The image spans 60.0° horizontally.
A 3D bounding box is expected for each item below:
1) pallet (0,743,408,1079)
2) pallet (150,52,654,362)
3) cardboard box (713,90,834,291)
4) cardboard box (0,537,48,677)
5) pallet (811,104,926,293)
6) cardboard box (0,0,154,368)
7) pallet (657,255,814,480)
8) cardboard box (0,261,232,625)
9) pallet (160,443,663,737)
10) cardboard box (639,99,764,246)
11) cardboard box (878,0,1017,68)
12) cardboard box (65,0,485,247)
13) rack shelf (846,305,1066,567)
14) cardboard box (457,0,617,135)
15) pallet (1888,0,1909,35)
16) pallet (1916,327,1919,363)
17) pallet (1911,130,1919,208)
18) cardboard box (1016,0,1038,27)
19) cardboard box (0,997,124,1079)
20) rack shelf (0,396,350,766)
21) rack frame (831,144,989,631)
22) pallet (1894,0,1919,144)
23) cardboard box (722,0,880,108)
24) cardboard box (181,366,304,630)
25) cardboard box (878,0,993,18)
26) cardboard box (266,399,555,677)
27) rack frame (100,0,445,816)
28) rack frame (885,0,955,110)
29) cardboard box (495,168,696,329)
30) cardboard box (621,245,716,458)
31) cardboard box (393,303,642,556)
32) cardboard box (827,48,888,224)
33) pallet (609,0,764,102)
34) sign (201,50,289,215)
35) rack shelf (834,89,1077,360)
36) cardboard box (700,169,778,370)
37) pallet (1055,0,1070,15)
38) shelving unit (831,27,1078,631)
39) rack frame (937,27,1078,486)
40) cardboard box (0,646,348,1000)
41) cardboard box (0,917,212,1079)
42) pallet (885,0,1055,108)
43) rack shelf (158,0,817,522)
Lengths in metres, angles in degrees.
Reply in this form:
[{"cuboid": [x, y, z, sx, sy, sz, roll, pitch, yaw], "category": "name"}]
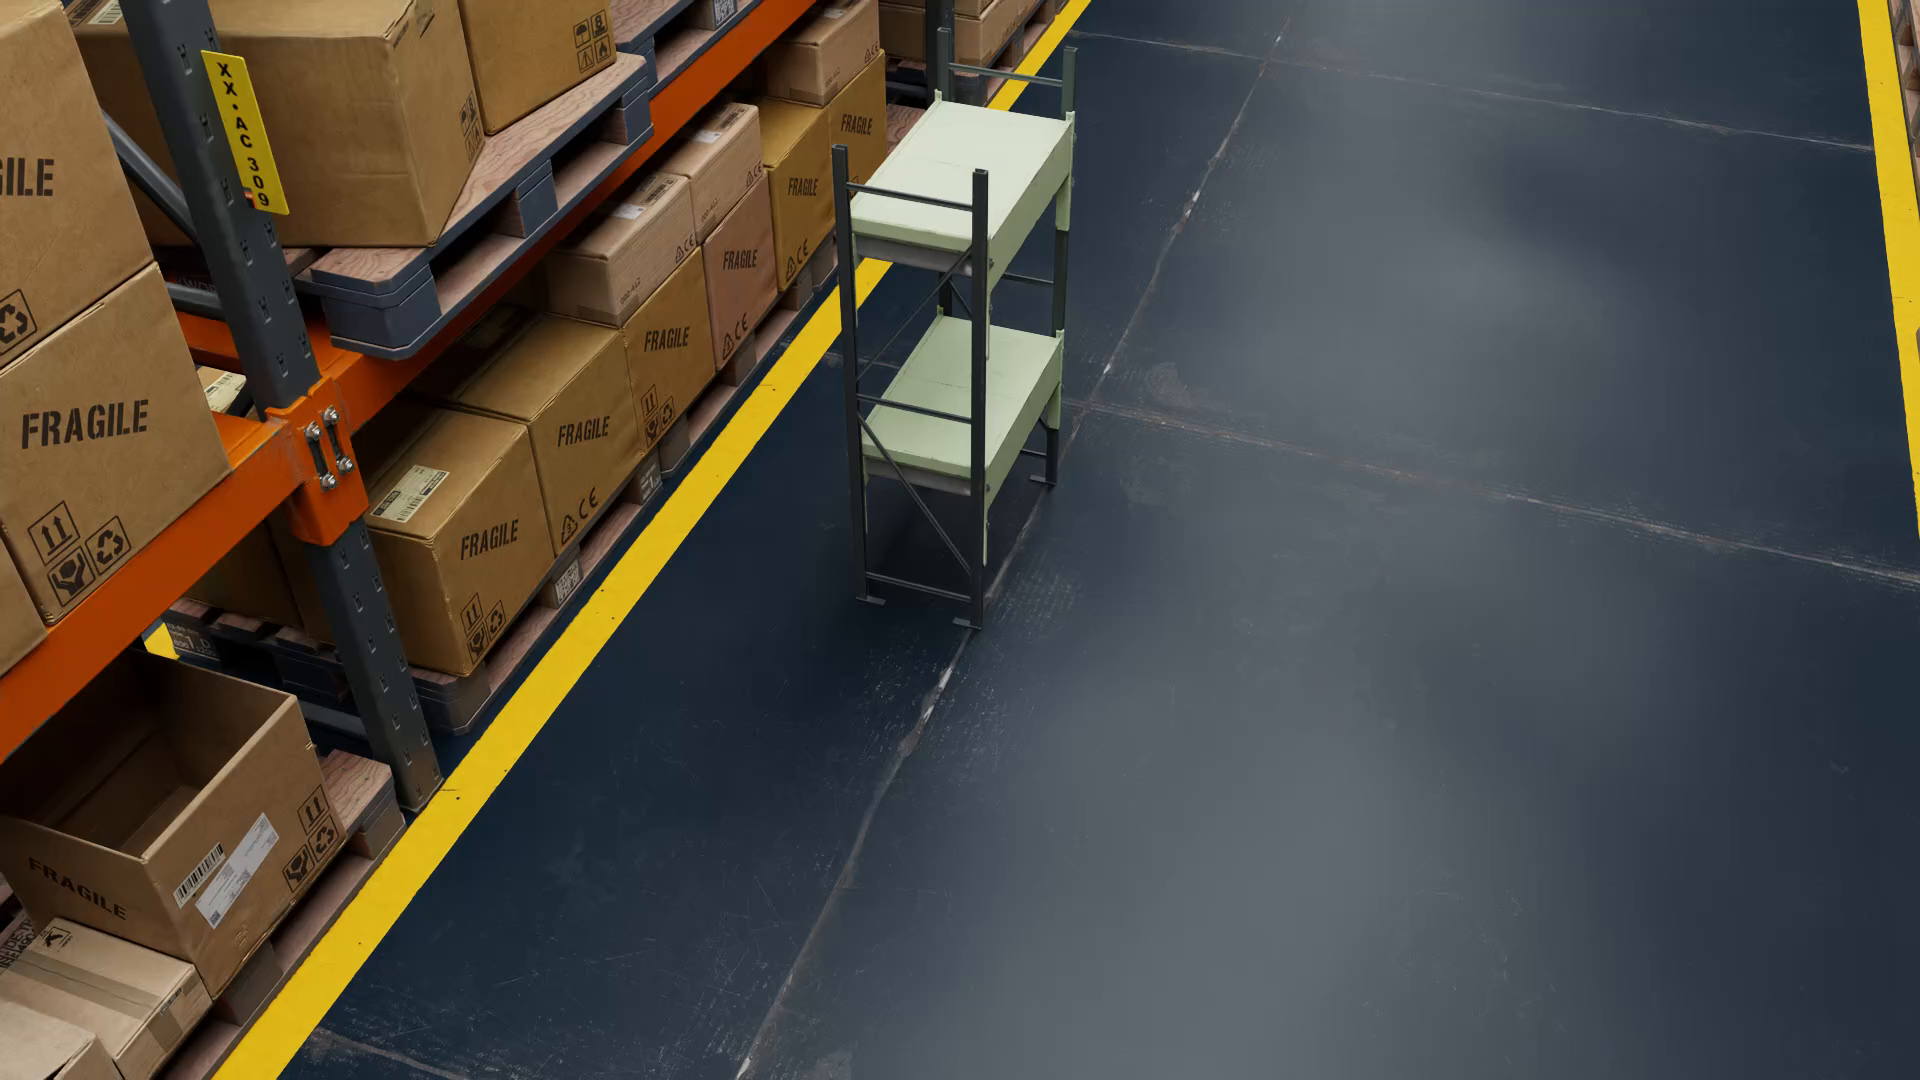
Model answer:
[{"cuboid": [-2.115, 0.919, 4.011, 1.003, 0.211, 1.213, 13, 42, 15], "category": "pallet"}, {"cuboid": [-1.504, -0.951, 4.202, 1.003, 0.211, 1.213, 13, 42, 15], "category": "pallet"}, {"cuboid": [-0.788, -1.279, 6.025, 0.500, 0.500, 0.500, 12, 42, 14], "category": "cardboard box"}, {"cuboid": [-1.985, 0.078, 2.771, 0.500, 0.500, 0.500, 14, 43, 16], "category": "cardboard box"}, {"cuboid": [-0.803, -1.493, 6.837, 1.003, 0.211, 1.213, 13, 42, 15], "category": "pallet"}, {"cuboid": [-1.809, -0.614, 2.811, 0.500, 0.500, 0.500, 14, 42, 15], "category": "cardboard box"}, {"cuboid": [-1.222, -0.751, 5.968, 1.003, 0.211, 1.213, 13, 42, 15], "category": "pallet"}, {"cuboid": [-1.810, -0.237, 3.140, 0.500, 0.500, 0.500, 14, 42, 16], "category": "cardboard box"}, {"cuboid": [-1.637, -0.005, 5.093, 1.003, 0.211, 1.213, 13, 42, 15], "category": "pallet"}, {"cuboid": [-0.972, -1.220, 5.378, 0.500, 0.250, 0.500, 13, 42, 14], "category": "cardboard box"}, {"cuboid": [-0.057, -2.369, 7.510, 0.500, 0.250, 0.500, 13, 42, 15], "category": "cardboard box"}, {"cuboid": [-1.508, -0.998, 3.708, 0.700, 0.500, 0.500, 0, 40, 0], "category": "cardboard box"}, {"cuboid": [0.002, -0.327, 4.980, 0.431, 0.370, 0.720, 13, 42, 15], "category": "rack shelf"}, {"cuboid": [-1.332, -1.432, 4.216, 0.700, 0.500, 0.500, 20, 44, 22], "category": "cardboard box"}, {"cuboid": [5.247, -2.807, 8.378, 1.003, 0.211, 1.213, 13, 42, 15], "category": "pallet"}, {"cuboid": [3.804, -0.379, 5.531, 1.003, 0.211, 1.213, 13, 42, 15], "category": "pallet"}, {"cuboid": [4.413, -1.319, 6.633, 1.003, 0.211, 1.213, 13, 42, 15], "category": "pallet"}, {"cuboid": [0.114, -2.675, 7.870, 0.500, 0.250, 0.500, 12, 42, 14], "category": "cardboard box"}, {"cuboid": [-2.064, 1.162, 3.309, 0.500, 0.311, 0.500, 13, 42, 15], "category": "cardboard box"}, {"cuboid": [-2.564, 0.932, 2.400, 1.077, 0.370, 4.000, 13, 42, 15], "category": "rack shelf"}, {"cuboid": [-0.123, -0.351, 4.506, 0.400, 1.500, 0.023, 13, 42, 15], "category": "rack frame"}, {"cuboid": [4.832, -2.061, 7.503, 1.003, 0.211, 1.213, 13, 42, 15], "category": "pallet"}, {"cuboid": [-0.626, -1.845, 6.110, 0.500, 0.250, 0.500, 15, 43, 17], "category": "cardboard box"}, {"cuboid": [-1.980, -0.142, 4.692, 0.500, 0.500, 0.500, 13, 42, 15], "category": "cardboard box"}, {"cuboid": [-0.057, -2.582, 7.328, 0.500, 0.311, 0.500, 15, 43, 17], "category": "cardboard box"}, {"cuboid": [-1.485, -0.018, 4.547, 0.500, 0.500, 0.500, 11, 42, 13], "category": "cardboard box"}, {"cuboid": [-1.880, -0.561, 3.596, 1.000, 3.000, 0.127, 13, 42, 15], "category": "rack frame"}, {"cuboid": [-0.512, -3.001, 6.456, 1.000, 3.000, 0.127, 13, 42, 15], "category": "rack frame"}, {"cuboid": [-1.143, -0.914, 5.019, 0.500, 0.250, 0.500, 13, 42, 15], "category": "cardboard box"}, {"cuboid": [-1.135, -0.649, 5.287, 0.500, 0.500, 0.500, 14, 42, 16], "category": "cardboard box"}, {"cuboid": [-1.313, -0.346, 4.932, 0.500, 0.500, 0.500, 14, 42, 16], "category": "cardboard box"}, {"cuboid": [-0.611, -1.595, 6.395, 0.500, 0.500, 0.500, 15, 43, 17], "category": "cardboard box"}, {"cuboid": [-1.173, -1.741, 5.127, 1.003, 0.211, 1.213, 13, 42, 15], "category": "pallet"}, {"cuboid": [-1.367, -0.775, 3.180, 0.100, 0.325, 0.005, 13, 42, 15], "category": "sign"}, {"cuboid": [0.002, -0.872, 4.515, 0.431, 0.370, 0.720, 13, 42, 15], "category": "rack shelf"}, {"cuboid": [-0.962, -0.958, 5.648, 0.500, 0.500, 0.500, 12, 42, 13], "category": "cardboard box"}, {"cuboid": [0.225, -3.175, 8.809, 1.003, 0.211, 1.213, 13, 42, 15], "category": "pallet"}, {"cuboid": [0.002, -0.575, 4.768, 0.431, 1.500, 0.755, 13, 42, 15], "category": "shelving unit"}, {"cuboid": [0.127, -0.798, 5.030, 0.400, 1.500, 0.023, 13, 42, 15], "category": "rack frame"}, {"cuboid": [-1.808, 0.633, 3.784, 0.500, 0.500, 0.500, 13, 42, 15], "category": "cardboard box"}, {"cuboid": [-1.880, 1.009, 3.614, 0.380, 0.149, 0.250, 13, 42, 15], "category": "cardboard box"}, {"cuboid": [-0.194, -2.433, 7.939, 1.003, 0.211, 1.213, 13, 42, 15], "category": "pallet"}, {"cuboid": [-1.196, -1.507, 5.260, 1.077, 0.370, 4.000, 13, 42, 15], "category": "rack shelf"}]
